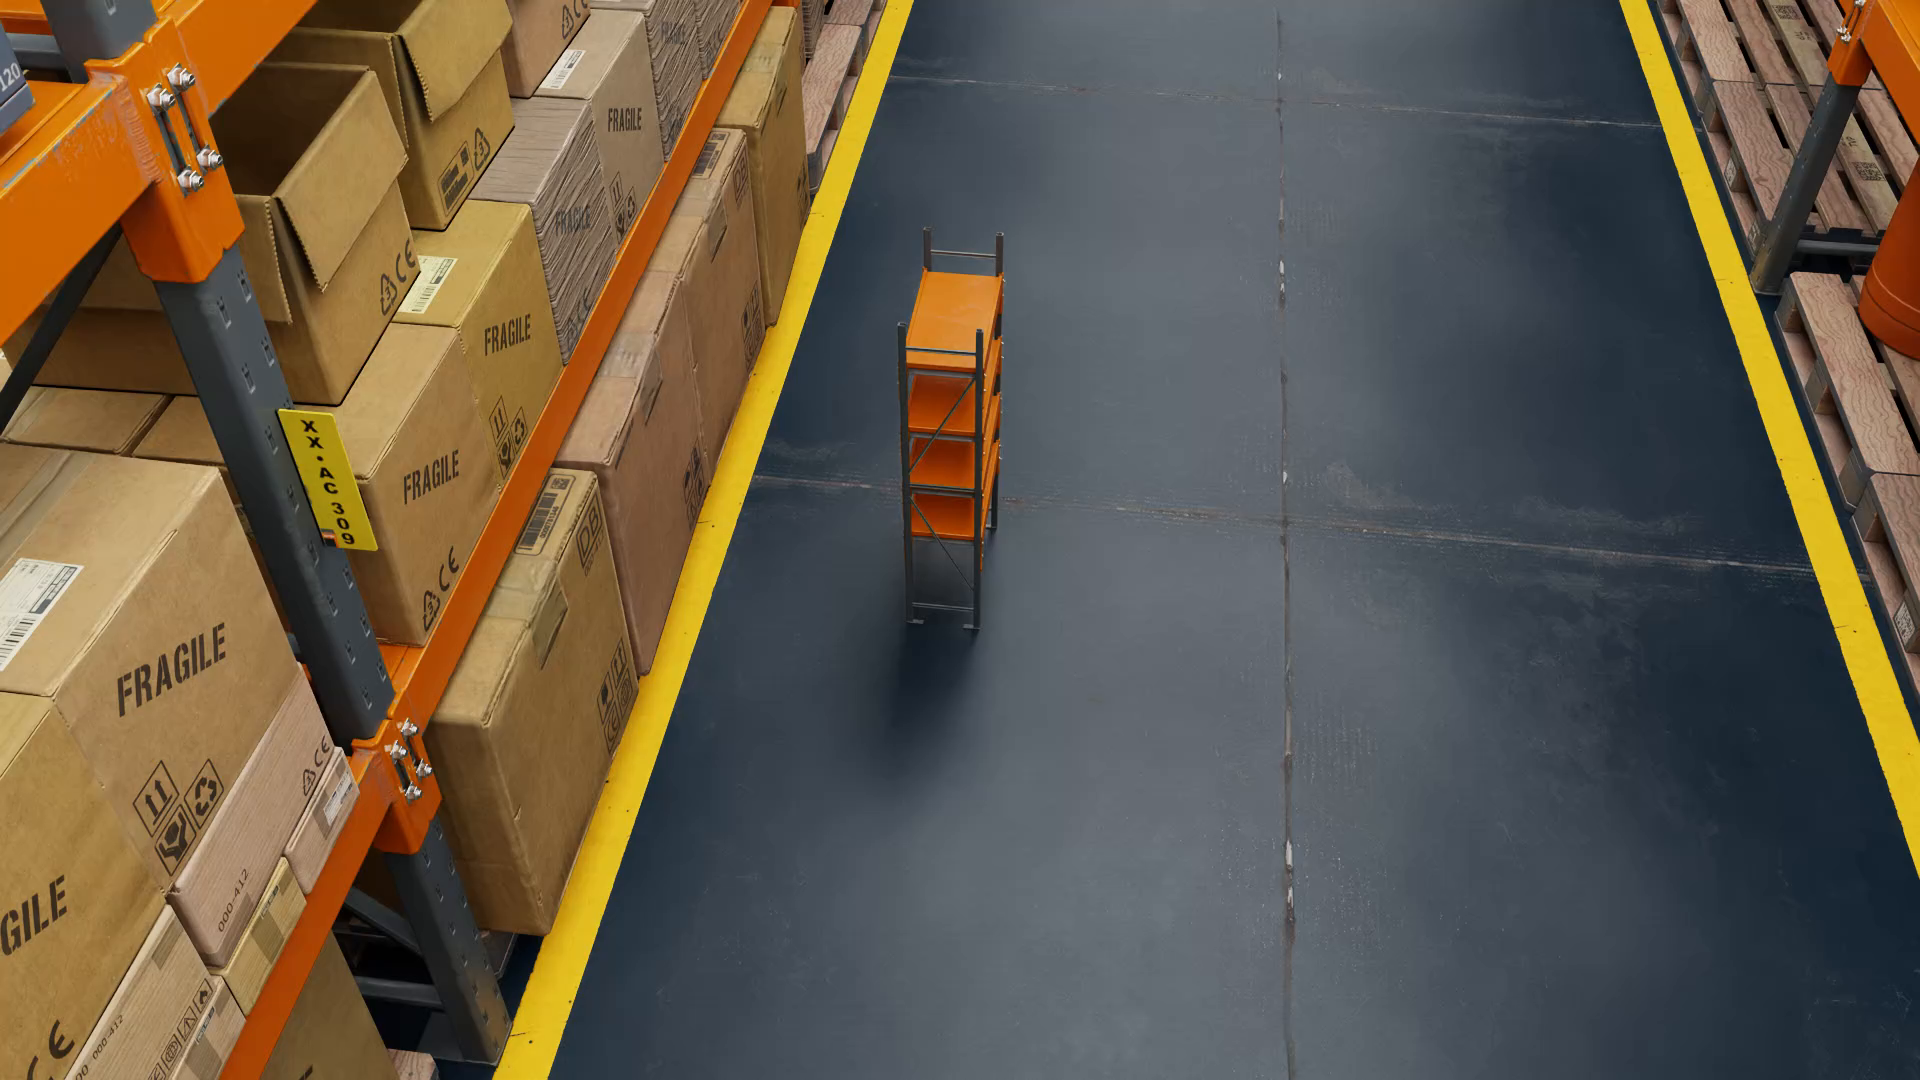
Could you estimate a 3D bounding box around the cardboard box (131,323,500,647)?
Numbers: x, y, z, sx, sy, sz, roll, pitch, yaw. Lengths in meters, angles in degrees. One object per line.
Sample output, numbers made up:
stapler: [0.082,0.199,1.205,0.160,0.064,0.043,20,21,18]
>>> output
cardboard box: [-1.375,-0.137,3.640,0.500,0.500,0.500,5,44,6]

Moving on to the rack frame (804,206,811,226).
rack frame: [-1.155,-2.536,6.246,1.000,3.000,0.127,5,44,6]

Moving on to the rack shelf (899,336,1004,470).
rack shelf: [-0.022,-0.436,5.111,0.258,0.148,0.480,5,44,6]

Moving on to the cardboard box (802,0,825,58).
cardboard box: [-1.026,-2.625,7.839,0.700,0.500,0.500,2,43,2]

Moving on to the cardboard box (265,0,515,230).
cardboard box: [-1.506,-1.113,3.941,0.797,0.503,0.637,6,44,6]

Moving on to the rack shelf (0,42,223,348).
rack shelf: [-1.948,0.725,1.144,1.077,0.370,4.000,5,44,6]

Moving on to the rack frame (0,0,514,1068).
rack frame: [-1.684,0.190,3.367,1.000,3.000,0.127,5,44,6]

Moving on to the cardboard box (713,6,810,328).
cardboard box: [-1.267,-1.448,6.338,1.225,0.875,0.875,3,44,4]

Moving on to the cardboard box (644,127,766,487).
cardboard box: [-1.393,-0.841,5.697,1.225,0.875,0.875,5,44,6]

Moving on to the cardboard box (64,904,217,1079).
cardboard box: [-1.548,0.814,2.601,0.500,0.250,0.500,6,44,7]

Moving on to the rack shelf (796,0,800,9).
rack shelf: [-0.891,-3.638,7.933,1.077,0.370,4.000,5,44,6]

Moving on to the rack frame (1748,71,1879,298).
rack frame: [3.754,-2.086,5.771,1.000,3.000,0.127,5,44,6]

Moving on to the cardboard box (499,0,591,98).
cardboard box: [-1.439,-1.538,4.390,0.797,0.503,0.637,7,44,7]

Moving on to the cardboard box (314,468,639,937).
cardboard box: [-1.619,0.371,4.416,1.225,0.875,0.875,5,44,6]

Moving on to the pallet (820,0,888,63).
pallet: [-0.887,-2.885,8.643,1.003,0.211,1.213,5,44,6]

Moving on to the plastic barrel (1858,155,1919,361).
plastic barrel: [3.707,-1.115,6.019,0.600,0.830,0.708,5,44,6]

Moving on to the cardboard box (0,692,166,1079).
cardboard box: [-1.550,0.543,2.342,0.500,0.500,0.500,6,44,6]

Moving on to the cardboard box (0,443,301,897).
cardboard box: [-1.480,0.202,2.702,0.500,0.500,0.500,6,44,7]

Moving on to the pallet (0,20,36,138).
pallet: [-1.803,-0.310,1.779,1.003,0.211,1.213,5,44,6]

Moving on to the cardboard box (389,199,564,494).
cardboard box: [-1.310,-0.479,4.002,0.500,0.500,0.500,5,44,6]

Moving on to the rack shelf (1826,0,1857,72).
rack shelf: [4.019,-3.187,7.458,1.077,0.370,4.000,5,44,6]

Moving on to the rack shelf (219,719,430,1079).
rack shelf: [-1.948,1.815,2.175,1.077,0.370,4.000,5,44,6]

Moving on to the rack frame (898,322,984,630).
rack frame: [-0.054,-0.157,5.043,0.240,1.200,0.015,5,44,6]

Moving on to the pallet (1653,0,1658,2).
pallet: [4.218,-3.260,9.040,1.003,0.211,1.213,5,44,6]

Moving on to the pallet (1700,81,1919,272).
pallet: [3.895,-1.597,7.284,1.003,0.211,1.213,5,44,6]

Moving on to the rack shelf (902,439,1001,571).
rack shelf: [-0.022,-0.130,5.401,0.258,0.148,0.480,5,44,6]

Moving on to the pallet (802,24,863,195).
pallet: [-1.050,-2.056,7.767,1.003,0.211,1.213,5,44,6]

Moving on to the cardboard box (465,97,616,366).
cardboard box: [-1.243,-0.820,4.362,0.500,0.500,0.500,4,44,5]

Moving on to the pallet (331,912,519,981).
pallet: [-1.657,0.670,4.889,1.003,0.211,1.213,5,44,6]

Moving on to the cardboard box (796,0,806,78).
cardboard box: [-1.086,-2.246,7.439,0.700,0.500,0.500,3,44,3]

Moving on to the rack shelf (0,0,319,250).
rack shelf: [-1.420,-2.001,4.023,1.077,0.370,4.000,5,44,6]

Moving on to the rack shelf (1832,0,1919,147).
rack shelf: [3.490,-0.461,4.579,1.077,0.370,4.000,5,44,6]

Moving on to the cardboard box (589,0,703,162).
cardboard box: [-1.112,-1.520,5.101,0.500,0.500,0.500,4,44,4]

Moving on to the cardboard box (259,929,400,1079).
cardboard box: [-1.851,1.252,3.486,0.875,0.875,0.875,5,44,6]

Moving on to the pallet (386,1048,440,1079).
pallet: [-1.862,1.714,3.786,1.003,0.211,1.213,5,44,6]

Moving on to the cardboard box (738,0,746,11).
cardboard box: [-0.975,-2.213,5.833,0.500,0.500,0.500,6,44,7]

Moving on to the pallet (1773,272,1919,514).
pallet: [3.691,-0.532,6.158,1.003,0.211,1.213,5,44,6]

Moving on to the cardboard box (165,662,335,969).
cardboard box: [-1.482,0.462,2.974,0.500,0.250,0.500,4,44,5]

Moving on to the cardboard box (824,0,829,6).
cardboard box: [-0.958,-3.012,8.248,0.700,0.500,0.500,9,44,9]

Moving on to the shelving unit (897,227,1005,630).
shelving unit: [-0.022,-0.323,5.218,0.258,1.200,0.503,5,44,6]

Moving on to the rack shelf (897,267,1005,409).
rack shelf: [-0.022,-0.608,4.948,0.258,0.148,0.480,5,44,6]

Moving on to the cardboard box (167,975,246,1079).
cardboard box: [-1.468,0.870,2.833,0.380,0.149,0.250,5,44,5]

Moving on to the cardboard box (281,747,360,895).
cardboard box: [-1.400,0.519,3.203,0.380,0.149,0.250,5,44,6]

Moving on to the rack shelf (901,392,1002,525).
rack shelf: [-0.022,-0.274,5.265,0.258,0.148,0.480,5,44,6]

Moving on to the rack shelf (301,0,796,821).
rack shelf: [-1.420,-0.911,5.054,1.077,0.370,4.000,5,44,6]

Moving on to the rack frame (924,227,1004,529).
rack frame: [0.010,-0.489,5.394,0.240,1.200,0.015,5,44,6]

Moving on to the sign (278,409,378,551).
sign: [-1.134,-0.103,2.990,0.100,0.325,0.005,5,44,6]

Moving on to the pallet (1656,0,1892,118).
pallet: [4.059,-2.426,8.159,1.003,0.211,1.213,5,44,6]

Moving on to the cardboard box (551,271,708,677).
cardboard box: [-1.502,-0.238,5.059,1.225,0.875,0.875,4,44,4]

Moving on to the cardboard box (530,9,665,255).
cardboard box: [-1.180,-1.173,4.735,0.500,0.500,0.500,6,44,6]

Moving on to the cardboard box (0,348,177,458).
cardboard box: [-1.893,-0.190,3.696,0.500,0.500,0.500,5,44,6]

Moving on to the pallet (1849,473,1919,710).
pallet: [3.528,0.297,5.283,1.003,0.211,1.213,5,44,6]

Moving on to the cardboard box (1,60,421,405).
cardboard box: [-1.608,-0.646,3.449,0.797,0.503,0.637,4,44,4]

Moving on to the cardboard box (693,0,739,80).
cardboard box: [-1.047,-1.874,5.475,0.500,0.500,0.500,5,44,5]

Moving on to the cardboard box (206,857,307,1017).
cardboard box: [-1.433,0.695,3.017,0.380,0.149,0.250,6,44,6]
